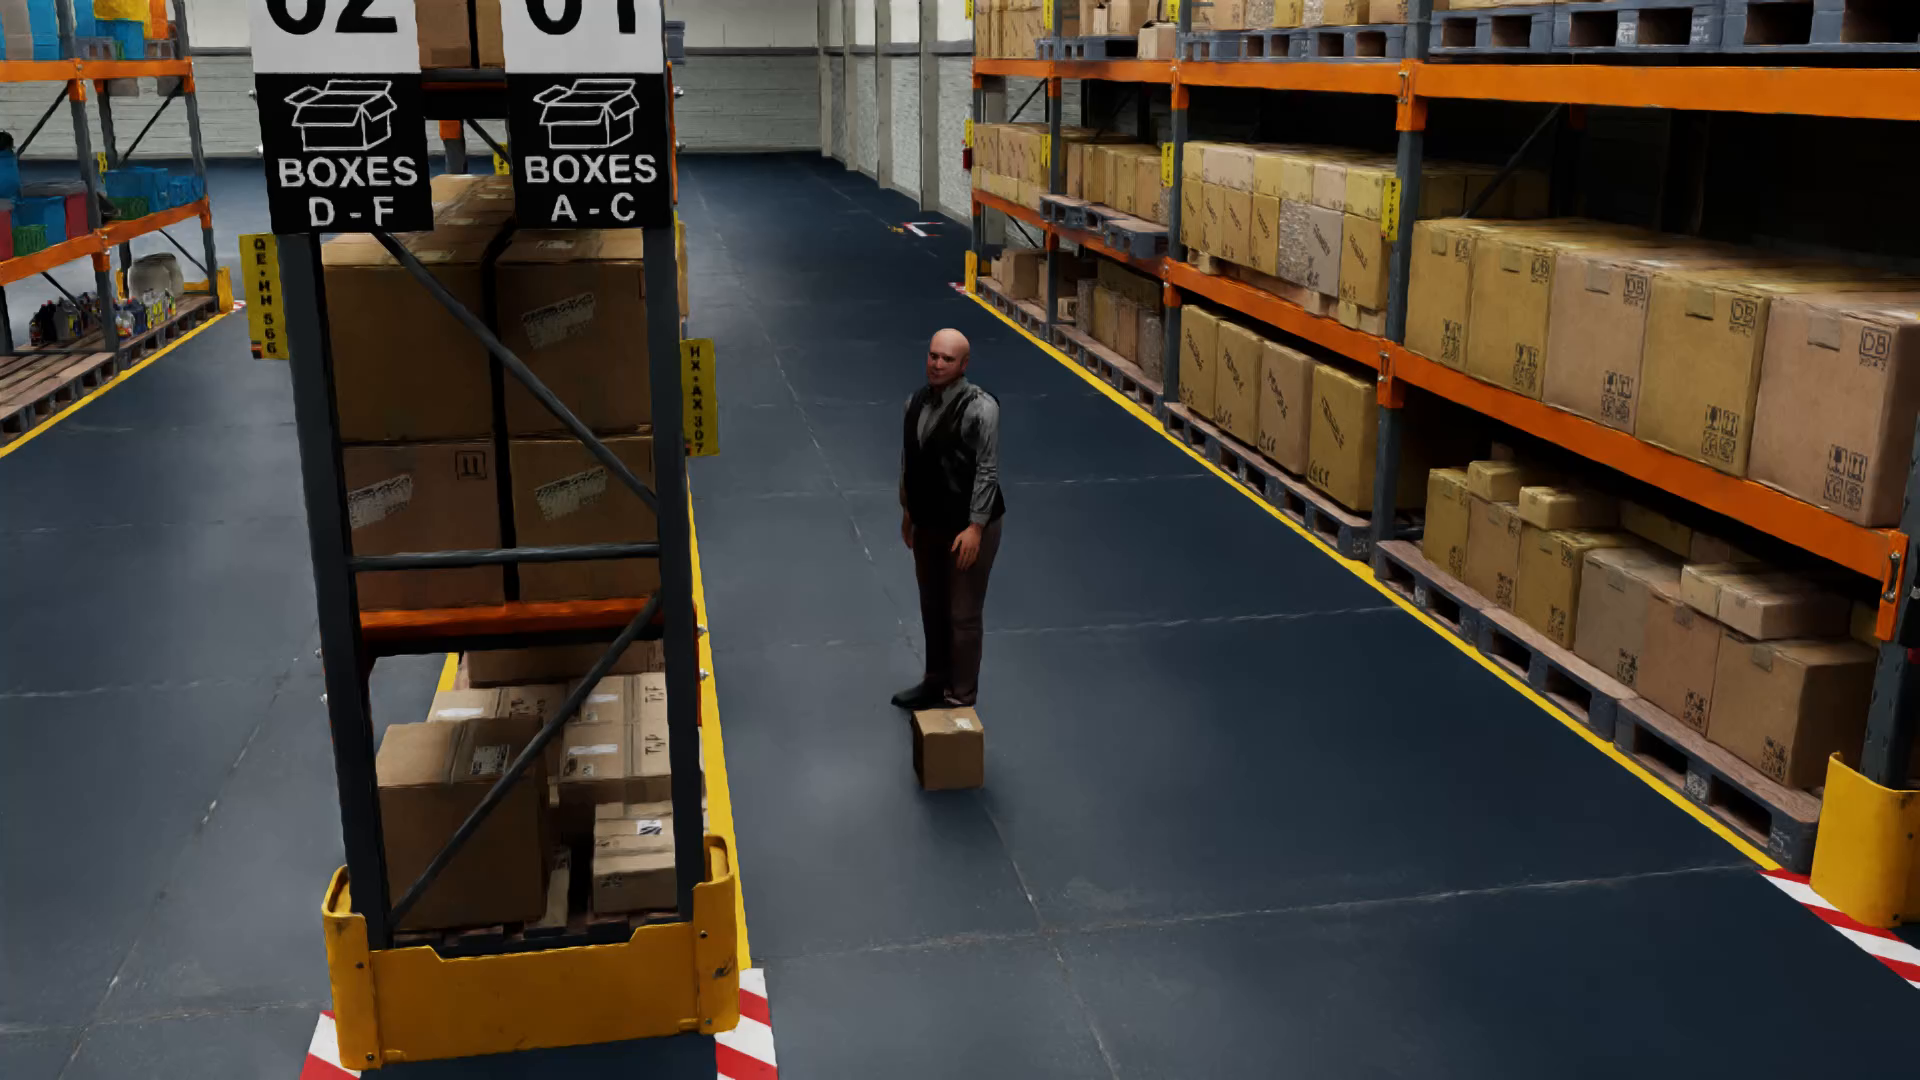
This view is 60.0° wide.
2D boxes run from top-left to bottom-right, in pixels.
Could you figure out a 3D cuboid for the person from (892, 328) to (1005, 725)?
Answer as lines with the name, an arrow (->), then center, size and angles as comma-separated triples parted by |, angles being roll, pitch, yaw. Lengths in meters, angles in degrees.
person -> -0.107, -0.046, 7.159 | 0.516, 1.730, 0.582 | -16, 22, -43
